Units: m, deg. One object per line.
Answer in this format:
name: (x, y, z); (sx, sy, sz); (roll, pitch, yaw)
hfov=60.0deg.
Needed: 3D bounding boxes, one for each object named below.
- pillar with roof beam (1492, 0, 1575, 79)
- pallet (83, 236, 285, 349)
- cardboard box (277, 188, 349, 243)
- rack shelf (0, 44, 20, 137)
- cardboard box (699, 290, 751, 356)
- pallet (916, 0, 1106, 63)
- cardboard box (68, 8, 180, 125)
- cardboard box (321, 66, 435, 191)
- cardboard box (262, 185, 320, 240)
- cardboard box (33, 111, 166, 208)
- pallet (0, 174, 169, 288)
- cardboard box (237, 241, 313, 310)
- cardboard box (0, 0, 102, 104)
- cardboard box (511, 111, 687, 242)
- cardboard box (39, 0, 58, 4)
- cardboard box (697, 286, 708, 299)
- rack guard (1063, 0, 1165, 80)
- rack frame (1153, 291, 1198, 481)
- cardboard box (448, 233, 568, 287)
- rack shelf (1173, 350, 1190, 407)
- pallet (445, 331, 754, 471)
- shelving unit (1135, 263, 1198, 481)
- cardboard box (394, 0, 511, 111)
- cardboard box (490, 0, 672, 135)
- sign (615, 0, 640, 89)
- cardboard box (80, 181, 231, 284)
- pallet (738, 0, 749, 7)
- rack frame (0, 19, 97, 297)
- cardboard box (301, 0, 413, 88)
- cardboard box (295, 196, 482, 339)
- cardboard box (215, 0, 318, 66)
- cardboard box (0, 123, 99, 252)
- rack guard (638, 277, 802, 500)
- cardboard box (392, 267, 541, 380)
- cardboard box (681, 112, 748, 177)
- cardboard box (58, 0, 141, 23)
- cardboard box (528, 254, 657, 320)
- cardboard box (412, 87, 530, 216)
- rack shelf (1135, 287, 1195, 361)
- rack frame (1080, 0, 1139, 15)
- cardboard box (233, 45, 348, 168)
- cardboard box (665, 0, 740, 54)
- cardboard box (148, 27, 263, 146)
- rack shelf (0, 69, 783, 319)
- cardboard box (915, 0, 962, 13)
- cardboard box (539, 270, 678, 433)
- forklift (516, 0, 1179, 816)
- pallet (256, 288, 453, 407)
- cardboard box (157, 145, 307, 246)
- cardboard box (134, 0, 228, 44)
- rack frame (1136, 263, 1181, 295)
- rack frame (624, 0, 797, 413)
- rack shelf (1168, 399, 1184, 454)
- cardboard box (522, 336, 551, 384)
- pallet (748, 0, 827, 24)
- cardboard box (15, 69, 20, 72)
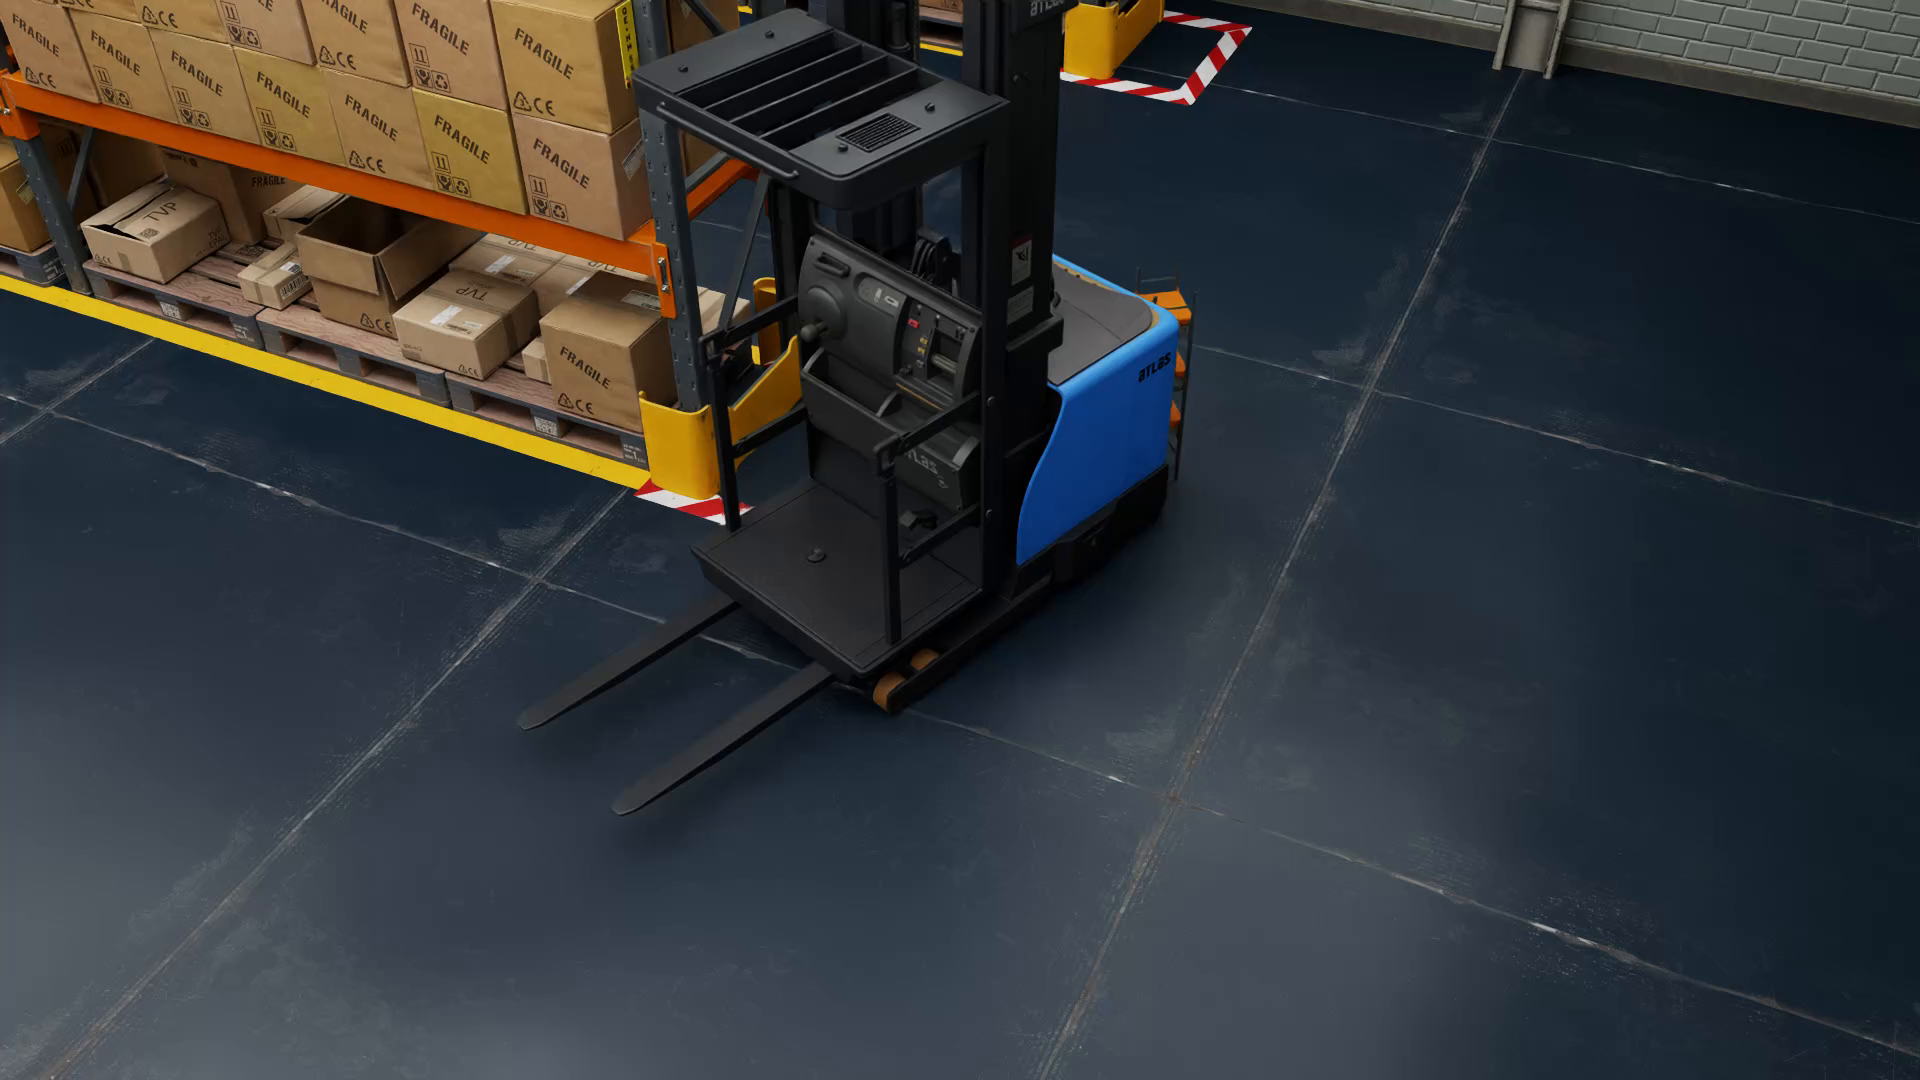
pillar with roof beam: (2.056, -4.100, 5.494); (0.400, 9.000, 9.100); (17, 44, 19)
pallet: (-4.031, -1.544, 9.255); (1.213, 0.211, 1.003); (17, 44, 19)
cardboard box: (-3.337, -1.742, 9.070); (0.500, 0.311, 0.500); (17, 44, 19)
rack shelf: (-6.465, -3.071, 9.436); (4.000, 0.370, 1.077); (17, 44, 19)
cardboard box: (-1.262, -1.090, 8.442); (0.250, 0.149, 0.380); (17, 44, 19)
pallet: (0.306, -3.744, 11.792); (1.213, 0.211, 1.003); (17, 44, 19)
cardboard box: (-3.841, -2.384, 8.018); (0.500, 0.500, 0.500); (18, 44, 19)
cardboard box: (-2.470, -1.964, 7.534); (0.500, 0.500, 0.500); (17, 44, 19)
cardboard box: (-3.651, -1.820, 9.284); (0.250, 0.149, 0.380); (17, 44, 19)
cardboard box: (-4.988, -2.289, 9.557); (0.500, 0.500, 0.500); (15, 43, 17)
pallet: (-5.406, -1.938, 9.709); (1.213, 0.211, 1.003); (17, 44, 19)
cardboard box: (-3.576, -1.406, 8.793); (0.250, 0.166, 0.380); (17, 44, 19)
cardboard box: (-4.306, -2.524, 8.179); (0.500, 0.500, 0.500); (18, 44, 20)
cardboard box: (-1.549, -1.681, 7.207); (0.500, 0.500, 0.500); (18, 44, 20)
cardboard box: (-4.345, -2.907, 7.858); (0.500, 0.500, 0.500); (18, 44, 20)
cardboard box: (-1.488, -1.166, 8.516); (0.250, 0.166, 0.380); (17, 44, 19)
rack guard: (1.085, -3.671, 11.488); (0.348, 0.500, 1.175); (17, 44, 19)
rack frame: (0.944, -0.677, 7.612); (0.200, 1.050, 0.008); (-8, 41, -9)
cardboard box: (-2.307, -1.404, 8.727); (0.500, 0.250, 0.500); (17, 44, 19)
rack shelf: (0.918, -0.746, 7.709); (0.215, 0.259, 0.240); (-8, 41, -9)
pallet: (-1.819, -0.869, 8.475); (1.213, 0.211, 1.003); (17, 44, 19)
shelving unit: (0.918, -0.755, 7.702); (0.215, 1.050, 0.252); (-8, 41, -9)
cardboard box: (-2.005, -2.196, 7.038); (0.500, 0.500, 0.500); (18, 44, 20)
cardboard box: (-1.547, -2.057, 6.877); (0.500, 0.500, 0.500); (17, 44, 18)
sign: (-1.280, -1.914, 6.427); (0.005, 0.325, 0.100); (17, 44, 19)
cardboard box: (-4.364, -1.694, 9.016); (0.500, 0.311, 0.500); (17, 44, 19)
pallet: (-1.906, -4.419, 12.572); (1.213, 0.211, 1.003); (17, 44, 19)
rack frame: (-4.653, -2.789, 8.561); (0.127, 3.000, 1.000); (17, 44, 19)
cardboard box: (-2.477, -2.337, 7.200); (0.500, 0.500, 0.500); (18, 44, 20)
cardboard box: (-2.948, -1.495, 8.638); (0.637, 0.503, 0.797); (17, 44, 19)
cardboard box: (-2.943, -2.479, 7.364); (0.500, 0.500, 0.500); (18, 44, 20)
cardboard box: (-5.221, -1.977, 9.197); (0.500, 0.500, 0.500); (17, 44, 18)
rack guard: (-1.097, -0.758, 8.126); (0.348, 0.500, 1.175); (17, 44, 19)
cardboard box: (-2.473, -1.094, 8.369); (0.500, 0.250, 0.500); (17, 44, 19)
cardboard box: (-1.318, -1.998, 7.573); (0.500, 0.500, 0.500); (18, 44, 20)
cardboard box: (-3.877, -2.764, 7.693); (0.500, 0.500, 0.500); (16, 43, 17)
cardboard box: (-1.854, -1.266, 8.568); (0.500, 0.250, 0.500); (17, 44, 19)
cardboard box: (-2.020, -1.823, 7.371); (0.500, 0.500, 0.500); (17, 44, 19)
rack shelf: (0.918, -0.961, 7.524); (0.215, 0.259, 0.240); (-8, 41, -9)
rack frame: (1.063, -4.622, 10.677); (0.127, 3.000, 1.000); (17, 44, 19)
cardboard box: (-2.927, -2.104, 7.695); (0.500, 0.500, 0.500); (16, 44, 18)
cardboard box: (-1.318, -2.376, 7.245); (0.500, 0.500, 0.500); (18, 44, 20)
cardboard box: (-3.388, -2.244, 7.856); (0.500, 0.500, 0.500); (17, 44, 18)
rack shelf: (-2.840, -1.963, 8.158); (4.000, 0.370, 1.077); (17, 44, 19)
cardboard box: (-0.067, -4.110, 11.673); (0.500, 0.500, 0.700); (17, 44, 19)
cardboard box: (-1.625, -0.907, 7.963); (0.500, 0.500, 0.500); (17, 44, 19)
forklift: (-0.434, -0.784, 6.301); (1.130, 2.935, 3.031); (33, 50, 32)
pallet: (-2.921, -1.207, 8.866); (1.213, 0.211, 1.003); (17, 44, 19)
cardboard box: (-4.016, -2.021, 9.248); (0.500, 0.500, 0.500); (17, 44, 19)
cardboard box: (-3.411, -2.622, 7.529); (0.500, 0.500, 0.500); (16, 43, 17)
rack frame: (0.893, -0.832, 7.793); (0.200, 1.050, 0.008); (-8, 41, -9)
rack frame: (-1.028, -1.681, 7.283); (0.127, 3.000, 1.000); (17, 44, 19)
rack shelf: (0.919, -0.536, 7.891); (0.215, 0.259, 0.240); (-8, 41, -9)
cardboard box: (-1.954, -0.947, 8.263); (0.250, 0.166, 0.380); (17, 44, 19)
pallet: (-0.796, -4.082, 12.183); (1.213, 0.211, 1.003); (17, 44, 19)
cardboard box: (-5.476, -2.430, 9.720); (0.500, 0.500, 0.500); (18, 44, 19)
